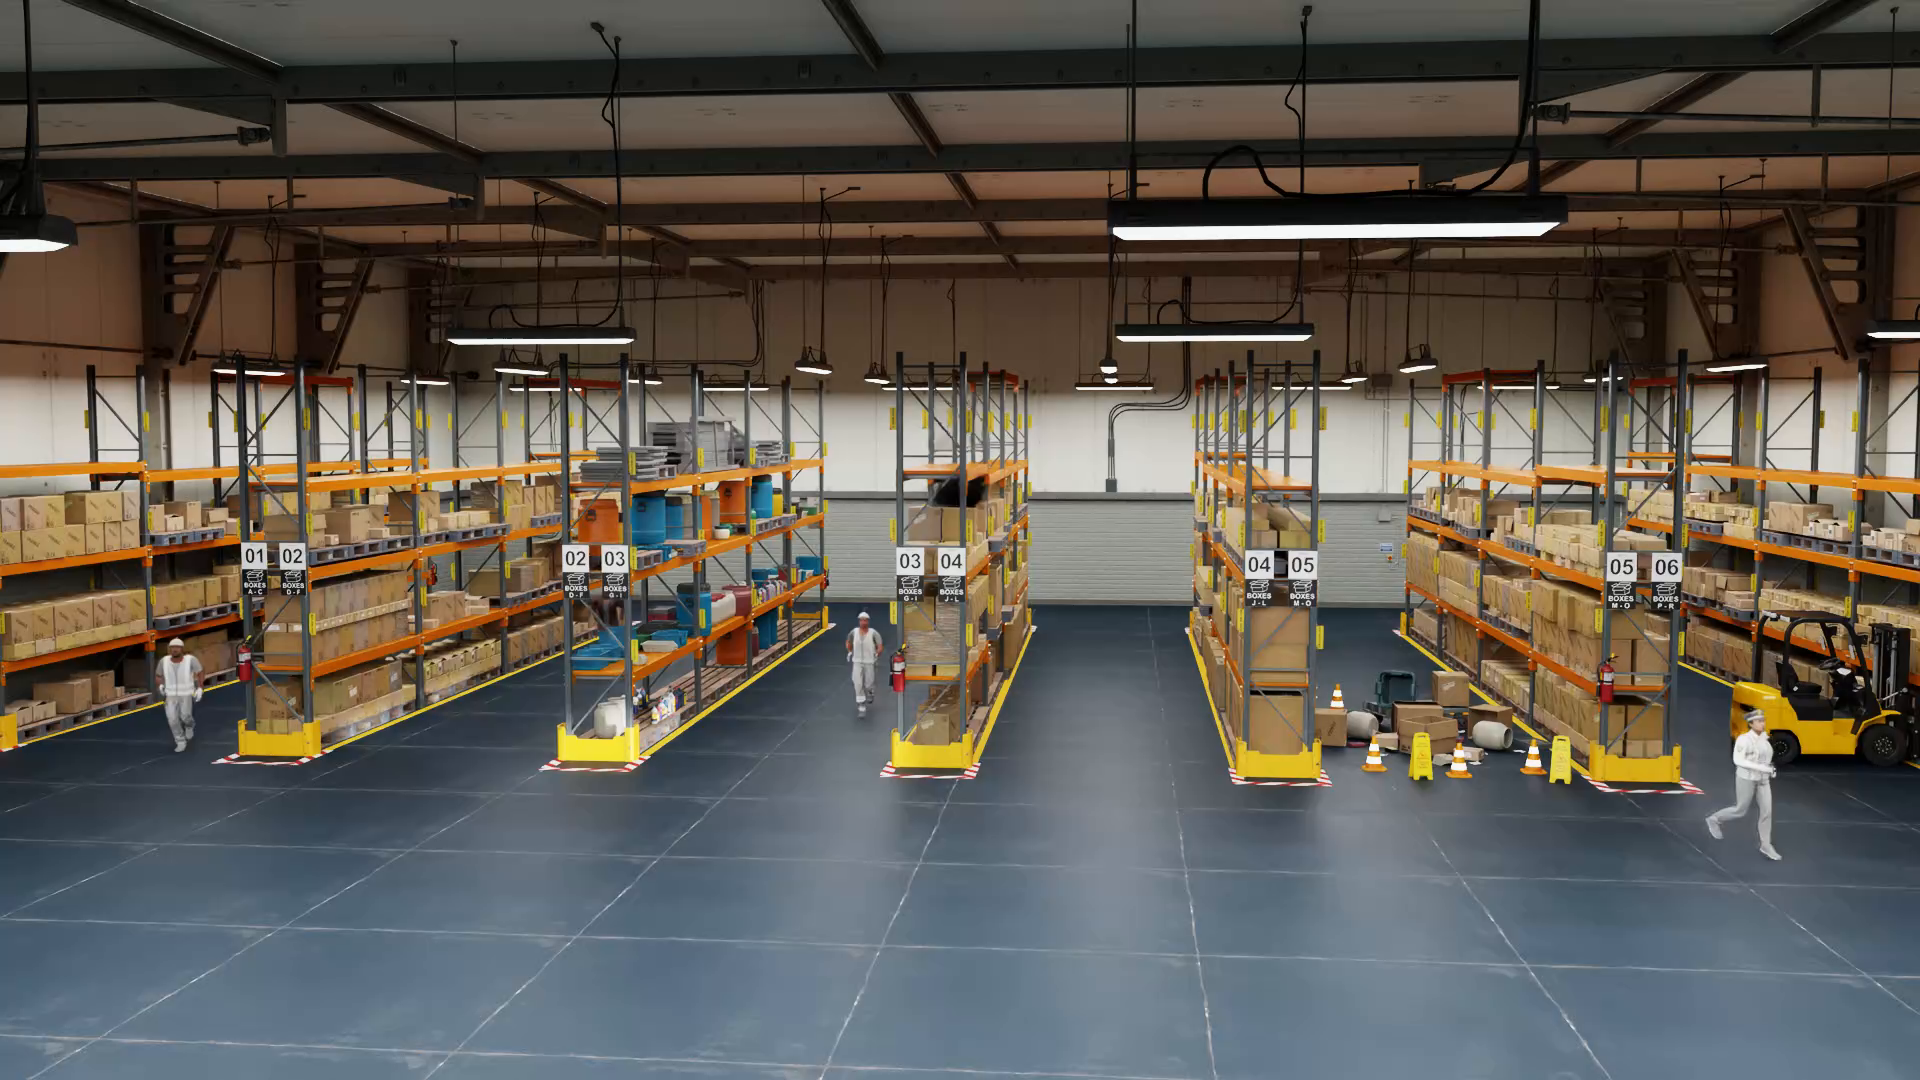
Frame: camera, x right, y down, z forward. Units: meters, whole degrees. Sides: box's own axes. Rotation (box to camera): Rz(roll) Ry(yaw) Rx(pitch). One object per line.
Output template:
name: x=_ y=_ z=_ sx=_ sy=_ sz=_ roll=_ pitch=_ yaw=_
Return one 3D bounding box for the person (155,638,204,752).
person: x=-11.892 y=2.352 z=25.330 sx=0.682 sy=1.729 sz=0.618 roll=-1 pitch=4 yaw=-13

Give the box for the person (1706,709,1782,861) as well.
person: x=9.181 y=2.794 z=19.334 sx=0.625 sy=1.696 sz=0.920 roll=-2 pitch=4 yaw=-22

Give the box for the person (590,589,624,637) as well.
person: x=-7.167 y=1.761 z=33.912 sx=0.704 sy=1.713 sz=0.798 roll=0 pitch=4 yaw=2

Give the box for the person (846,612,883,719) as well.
person: x=-1.644 y=2.113 z=28.405 sx=0.655 sy=1.774 sz=0.845 roll=0 pitch=4 yaw=5
